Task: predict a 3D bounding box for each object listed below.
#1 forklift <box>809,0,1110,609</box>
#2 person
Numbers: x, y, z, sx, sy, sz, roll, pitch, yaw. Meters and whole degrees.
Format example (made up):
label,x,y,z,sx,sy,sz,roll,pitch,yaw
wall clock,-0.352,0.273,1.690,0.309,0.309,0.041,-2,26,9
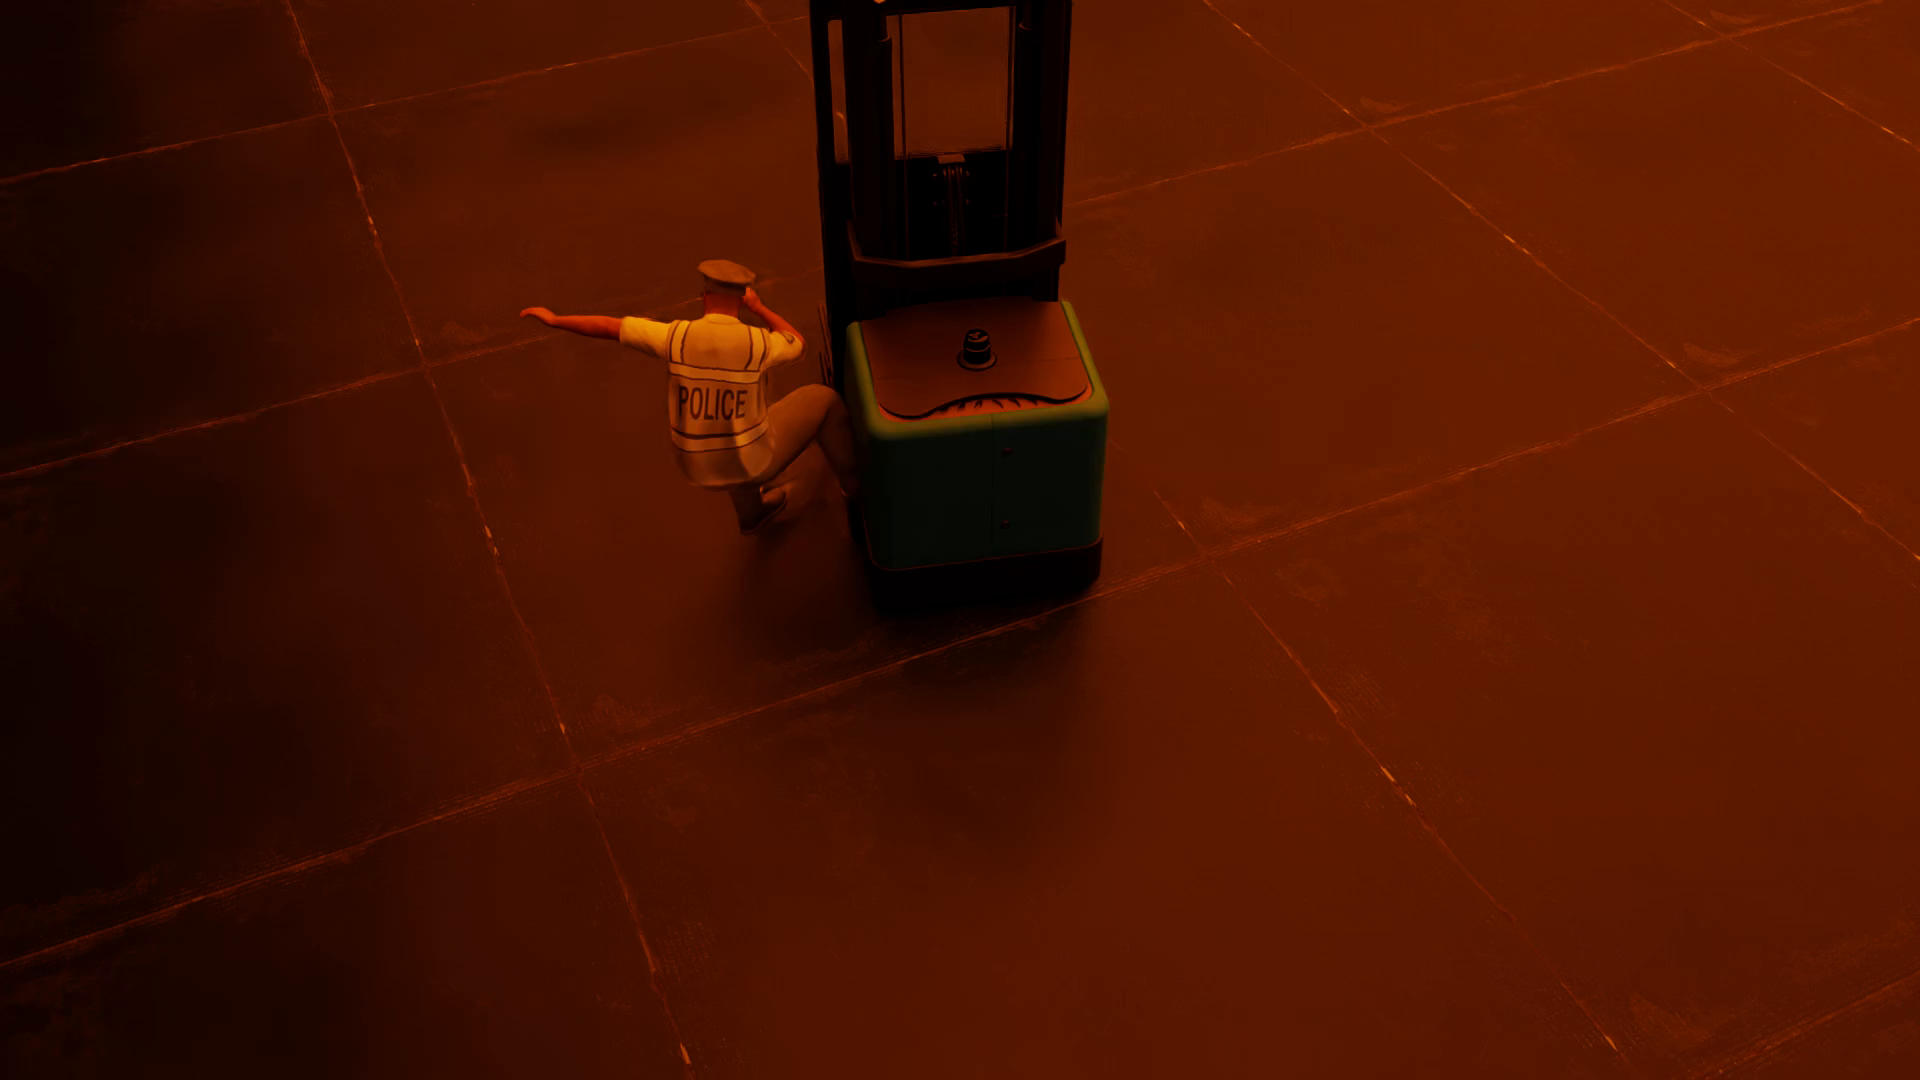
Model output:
label,x,y,z,sx,sy,sz,roll,pitch,yaw
forklift,-0.120,-1.779,7.586,1.130,2.935,3.031,-7,43,-7
person,-1.088,-0.605,7.367,1.589,1.373,0.817,3,43,3
